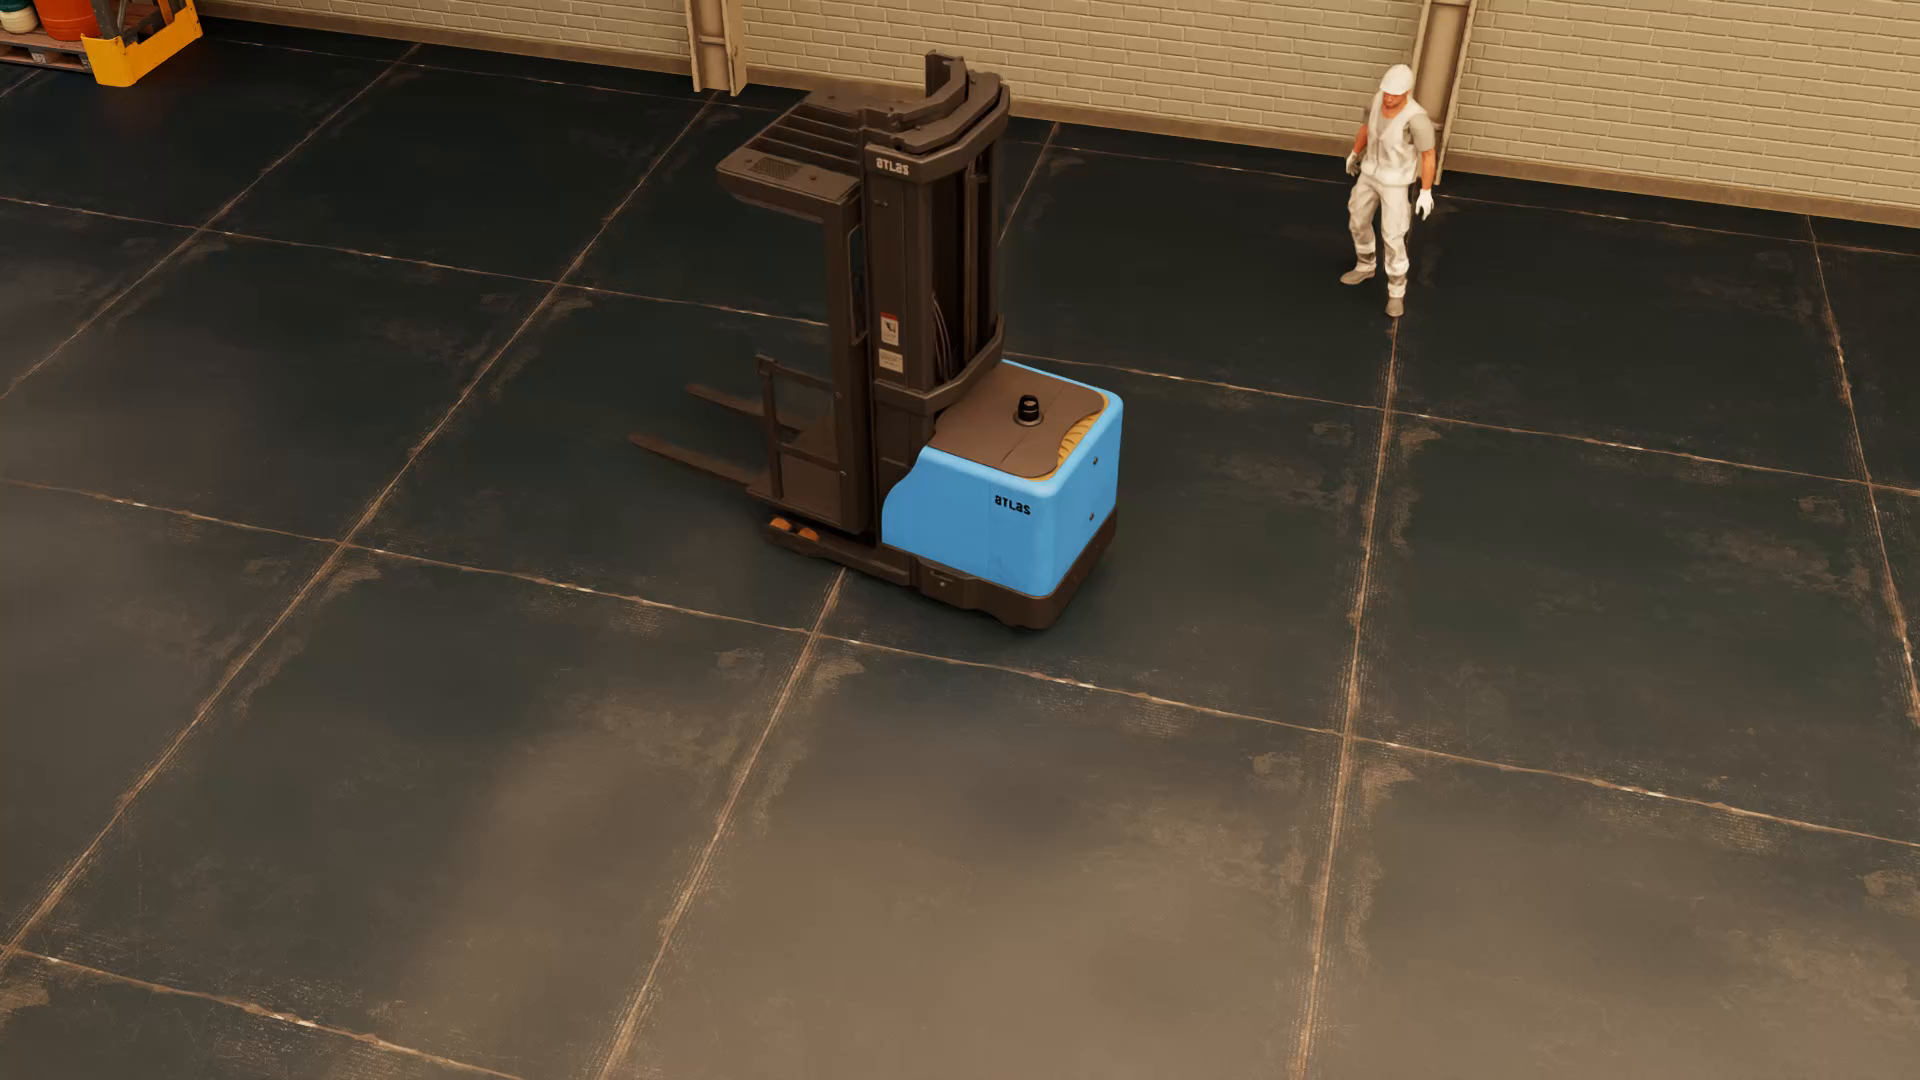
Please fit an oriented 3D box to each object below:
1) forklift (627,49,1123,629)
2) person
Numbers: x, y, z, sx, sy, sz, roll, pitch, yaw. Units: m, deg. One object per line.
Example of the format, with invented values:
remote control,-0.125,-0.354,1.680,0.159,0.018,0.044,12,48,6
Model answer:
forklift,-0.608,-1.294,9.338,3.031,2.935,1.130,19,45,21
person,2.966,-2.504,11.614,0.431,1.750,0.848,-27,48,-27
